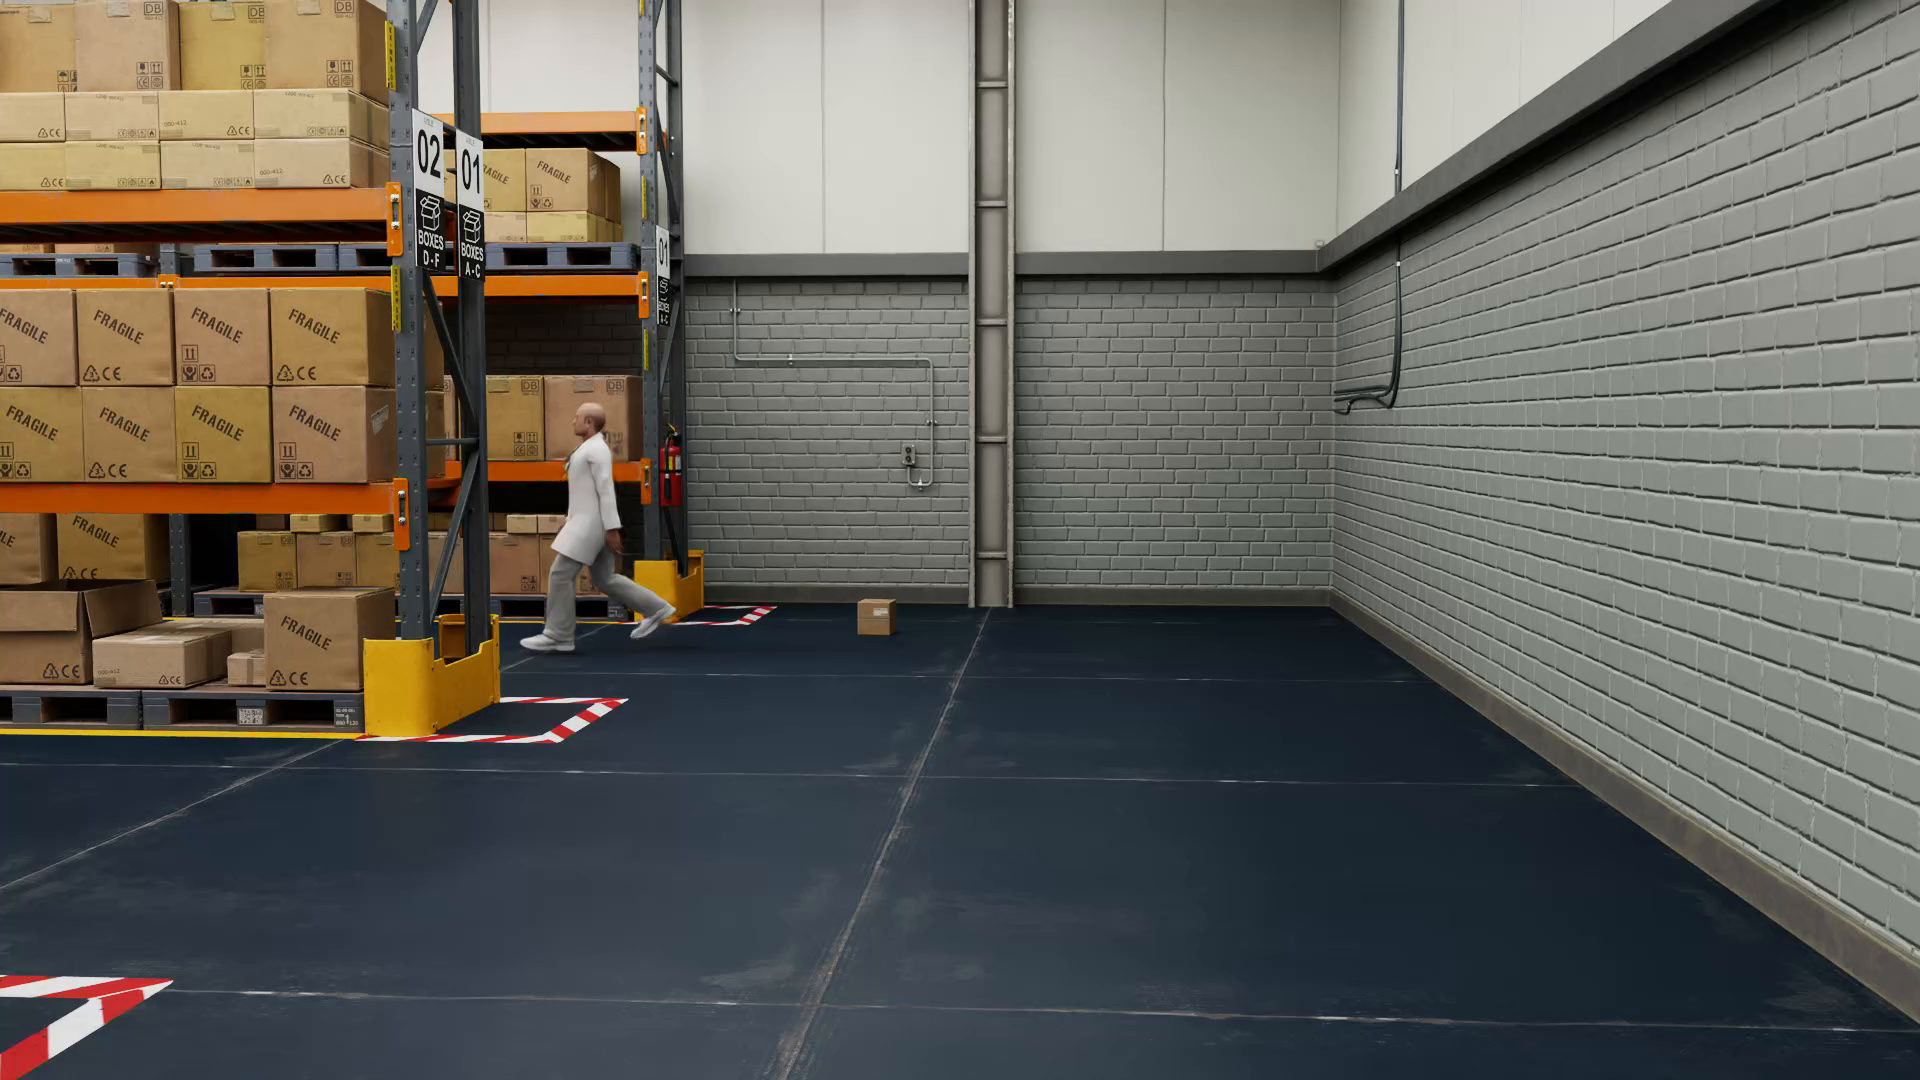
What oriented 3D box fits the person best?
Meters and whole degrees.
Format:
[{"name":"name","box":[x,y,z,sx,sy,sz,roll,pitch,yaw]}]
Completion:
[{"name":"person","box":[-2.548,-0.097,11.704,1.080,1.734,0.620,-1,4,-12]}]
